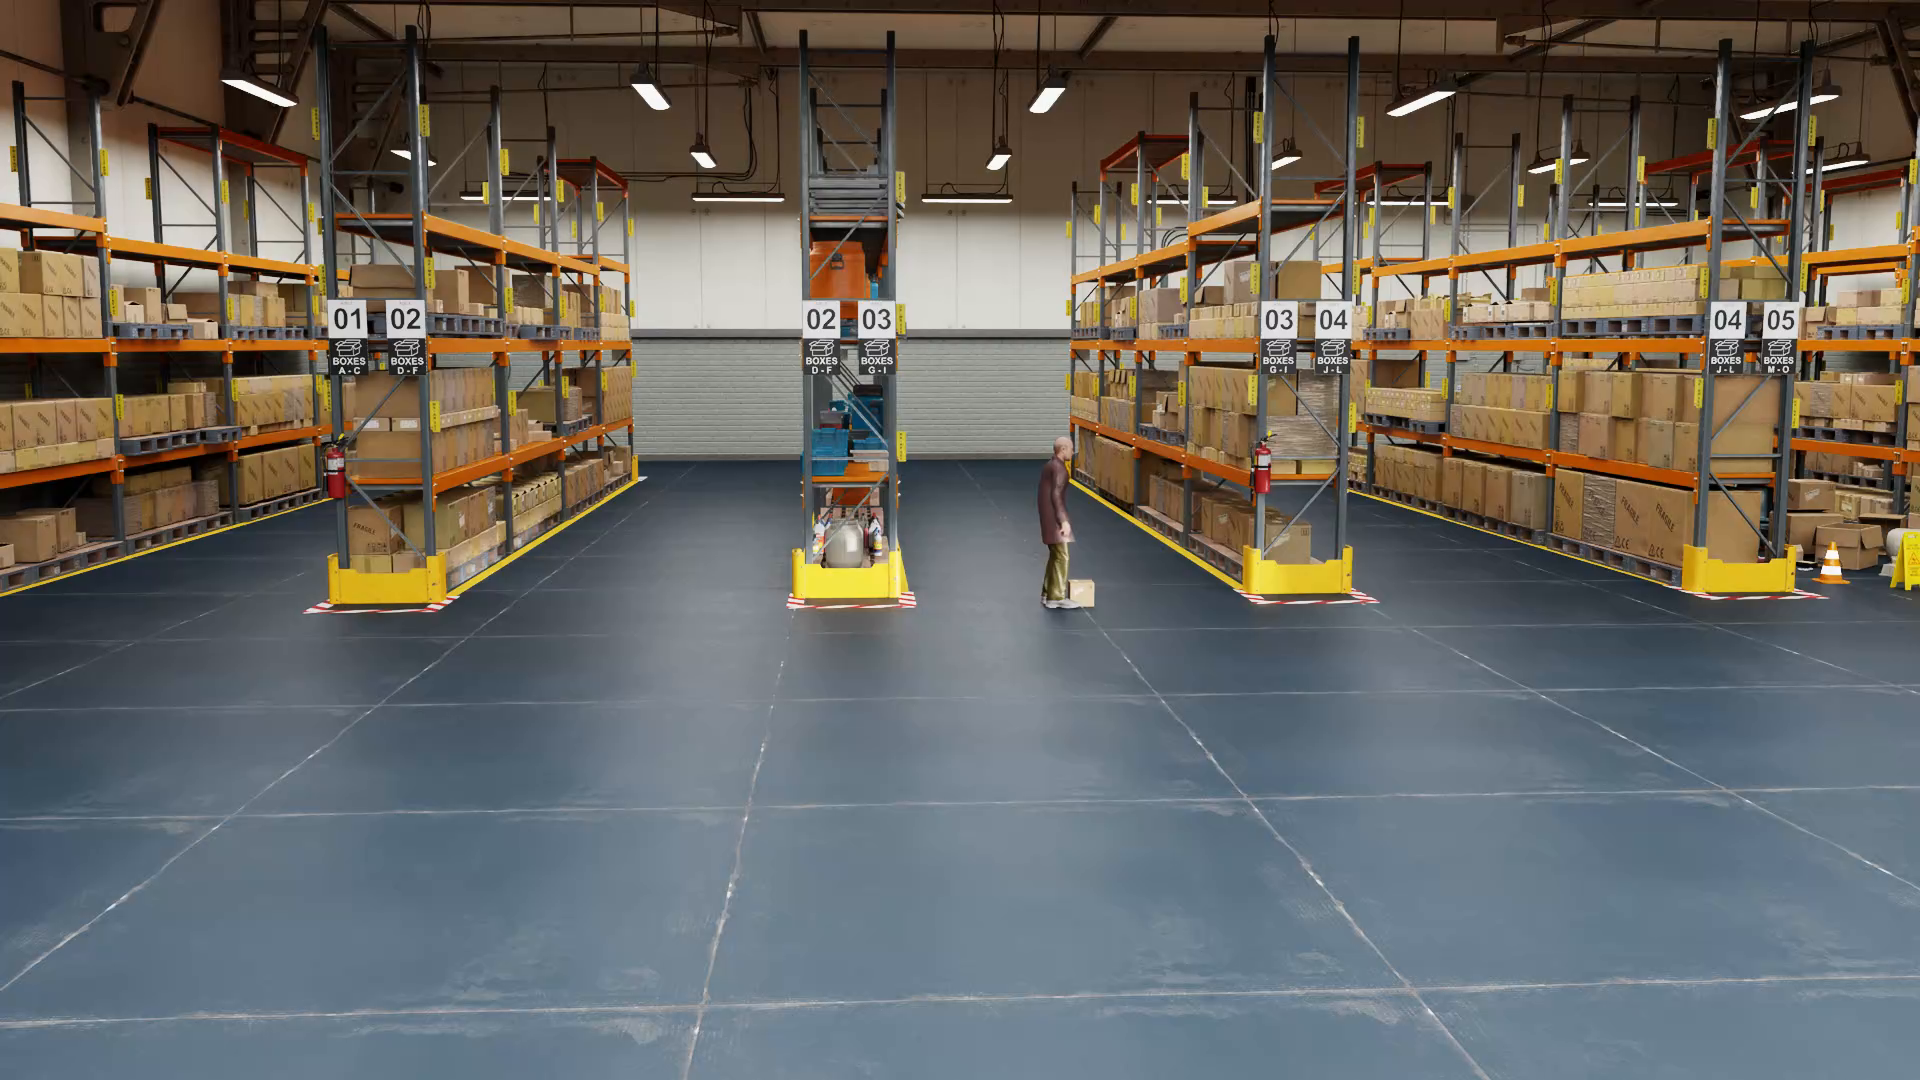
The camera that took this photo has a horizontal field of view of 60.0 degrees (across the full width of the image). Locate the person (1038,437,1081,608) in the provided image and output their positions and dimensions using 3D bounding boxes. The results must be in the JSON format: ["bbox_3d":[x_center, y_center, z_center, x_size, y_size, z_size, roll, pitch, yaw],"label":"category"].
[{"bbox_3d":[1.030,-0.194,17.451,0.419,1.774,0.647,-1,7,-4],"label":"person"}]
